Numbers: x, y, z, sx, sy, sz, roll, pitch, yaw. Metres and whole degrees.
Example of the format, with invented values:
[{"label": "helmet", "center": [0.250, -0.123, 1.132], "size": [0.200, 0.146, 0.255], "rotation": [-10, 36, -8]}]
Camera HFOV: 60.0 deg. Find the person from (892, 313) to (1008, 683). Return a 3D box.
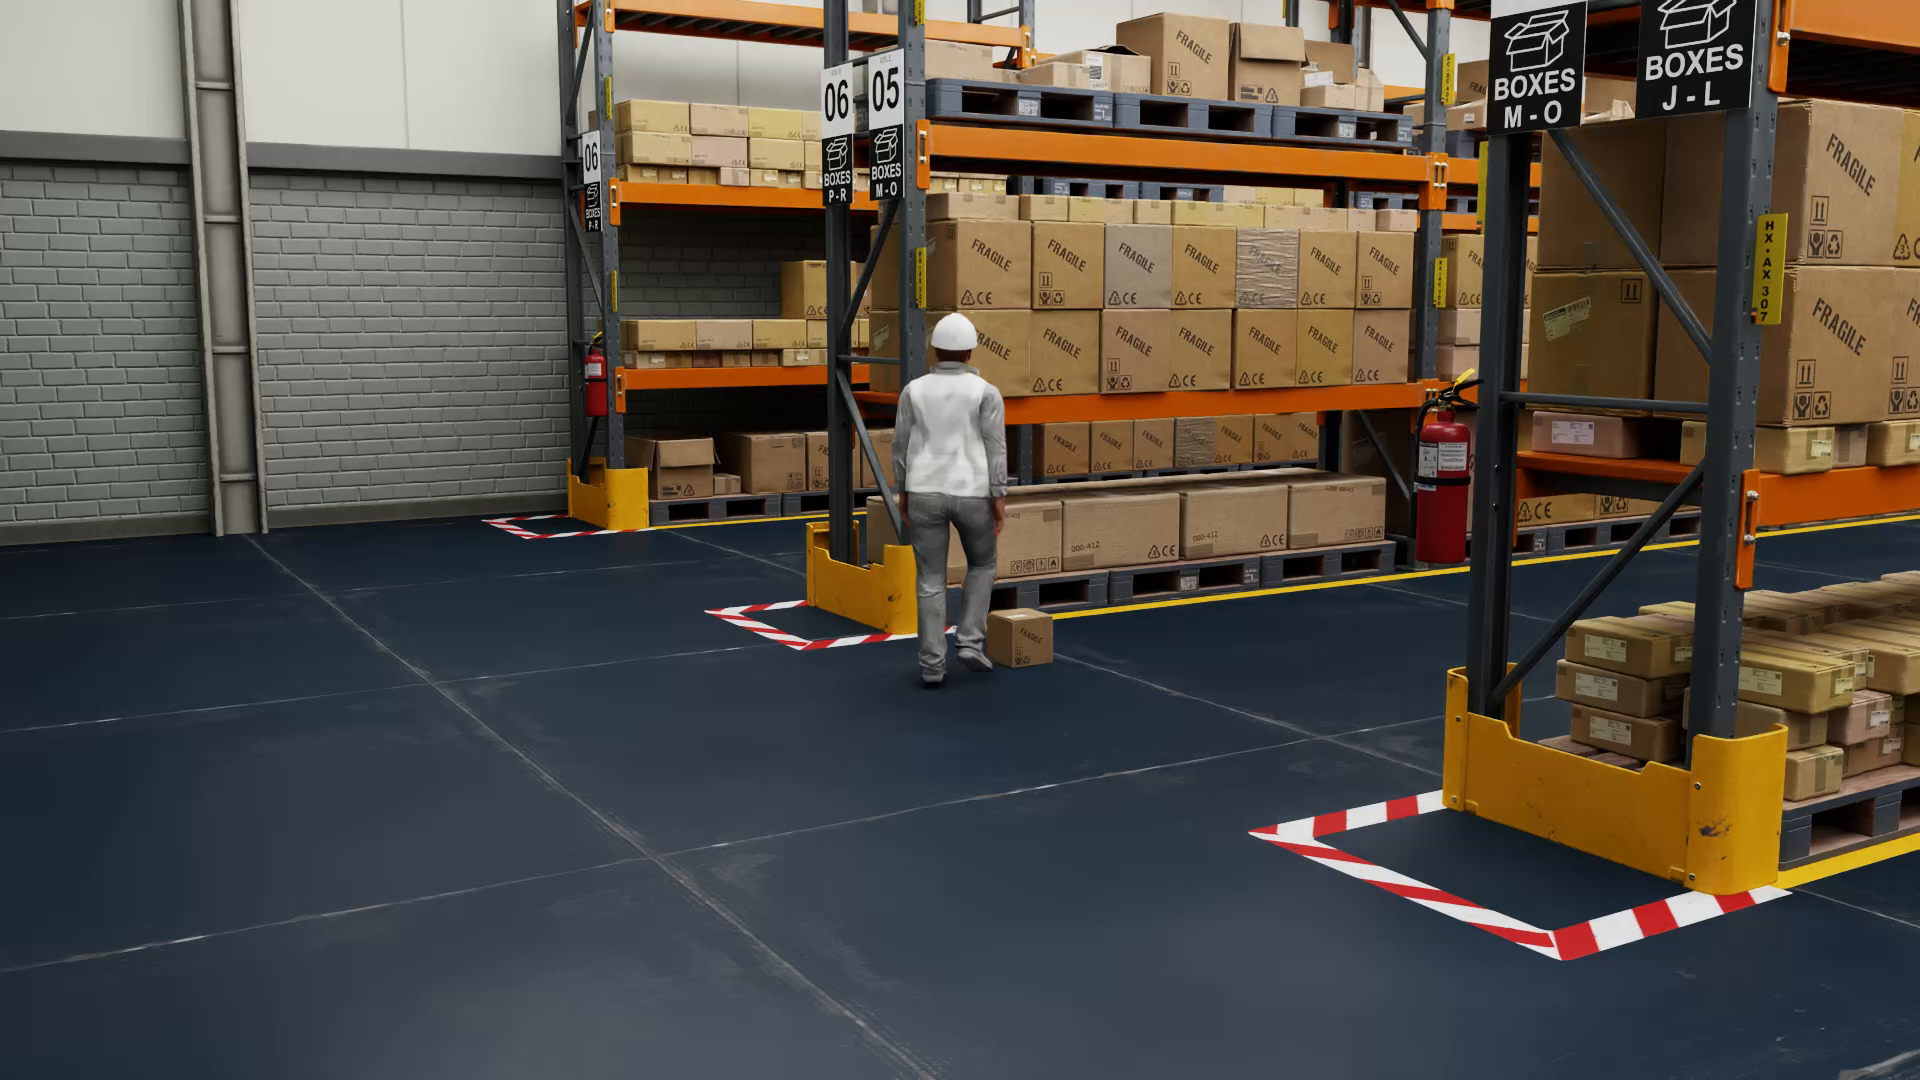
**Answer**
[{"label": "person", "center": [-0.050, -0.199, 8.085], "size": [0.568, 1.794, 0.527], "rotation": [1, 8, 4]}]
